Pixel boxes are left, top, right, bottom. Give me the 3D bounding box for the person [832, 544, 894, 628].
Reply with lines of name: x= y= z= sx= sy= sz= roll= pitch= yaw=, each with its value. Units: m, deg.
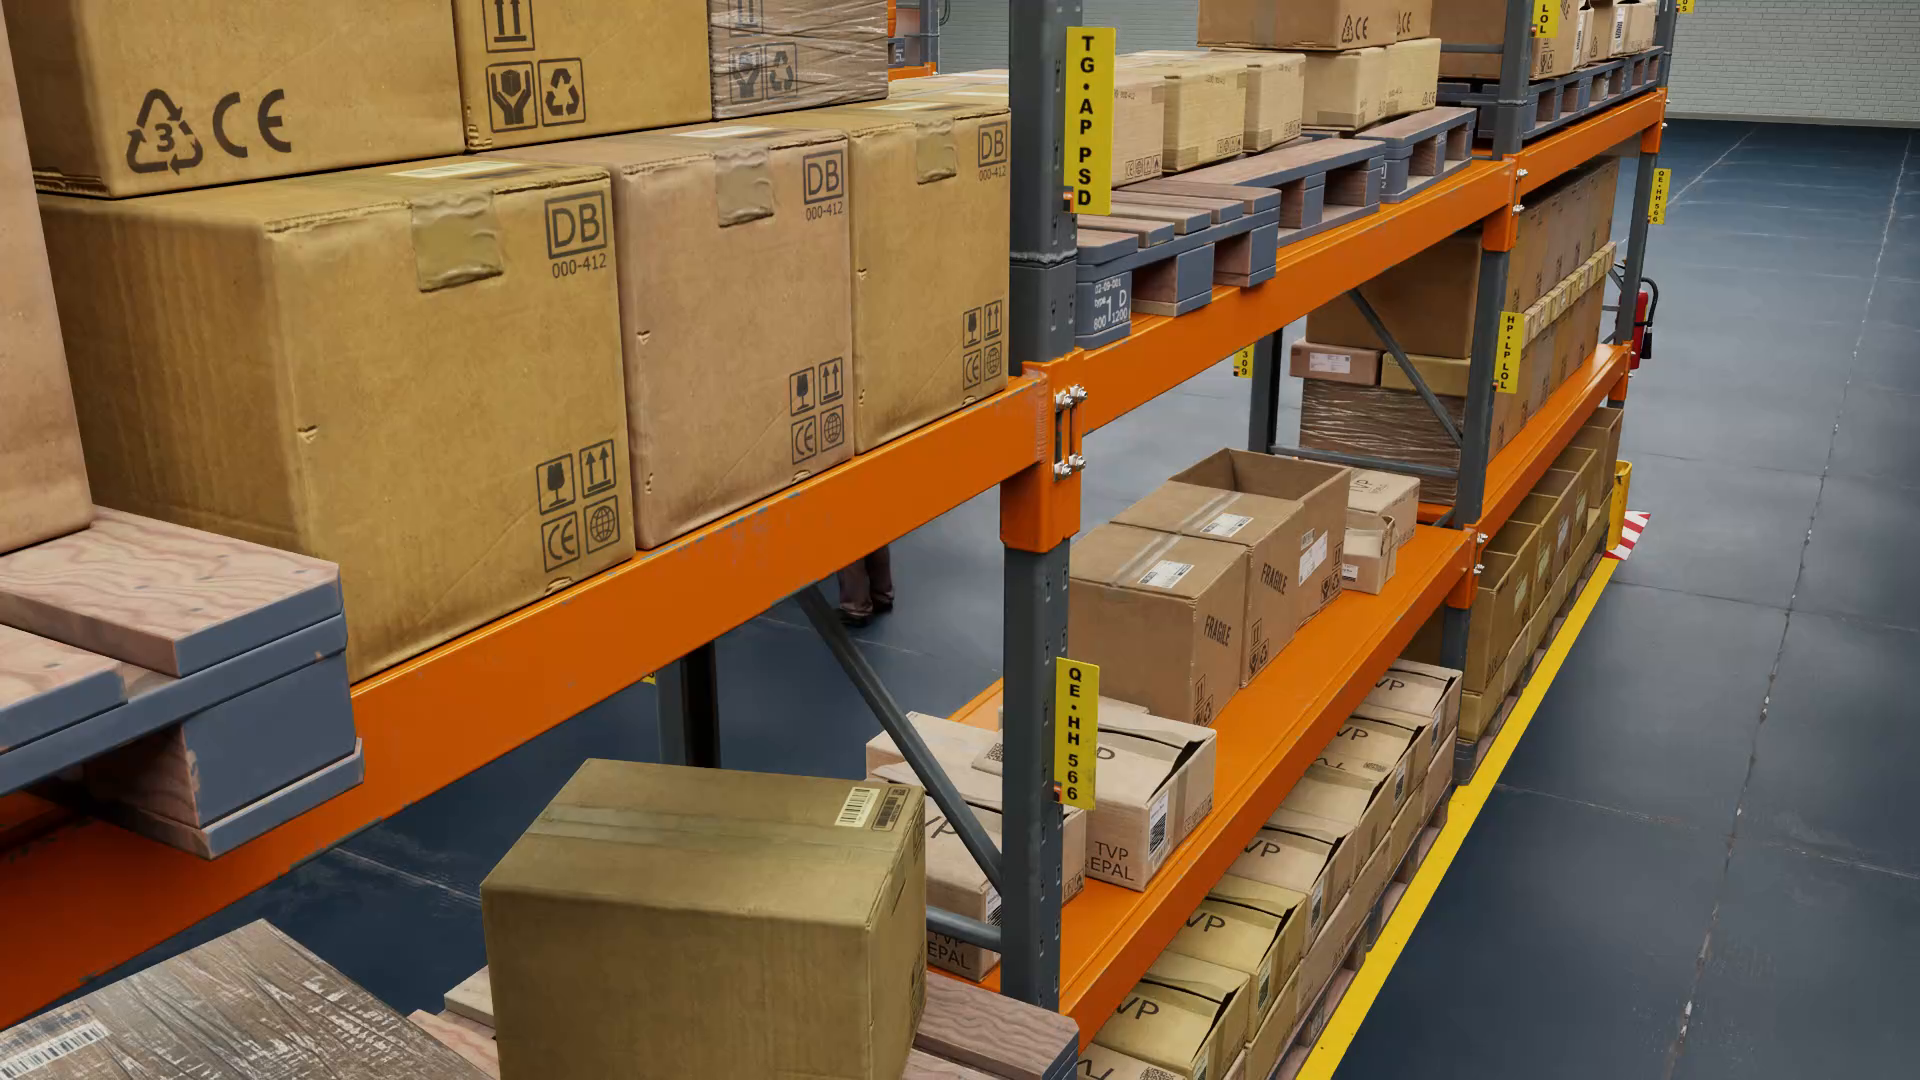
person: x=-0.559 y=-0.379 z=9.179 sx=0.446 sy=1.727 sz=0.551 roll=10 pitch=22 yaw=26
